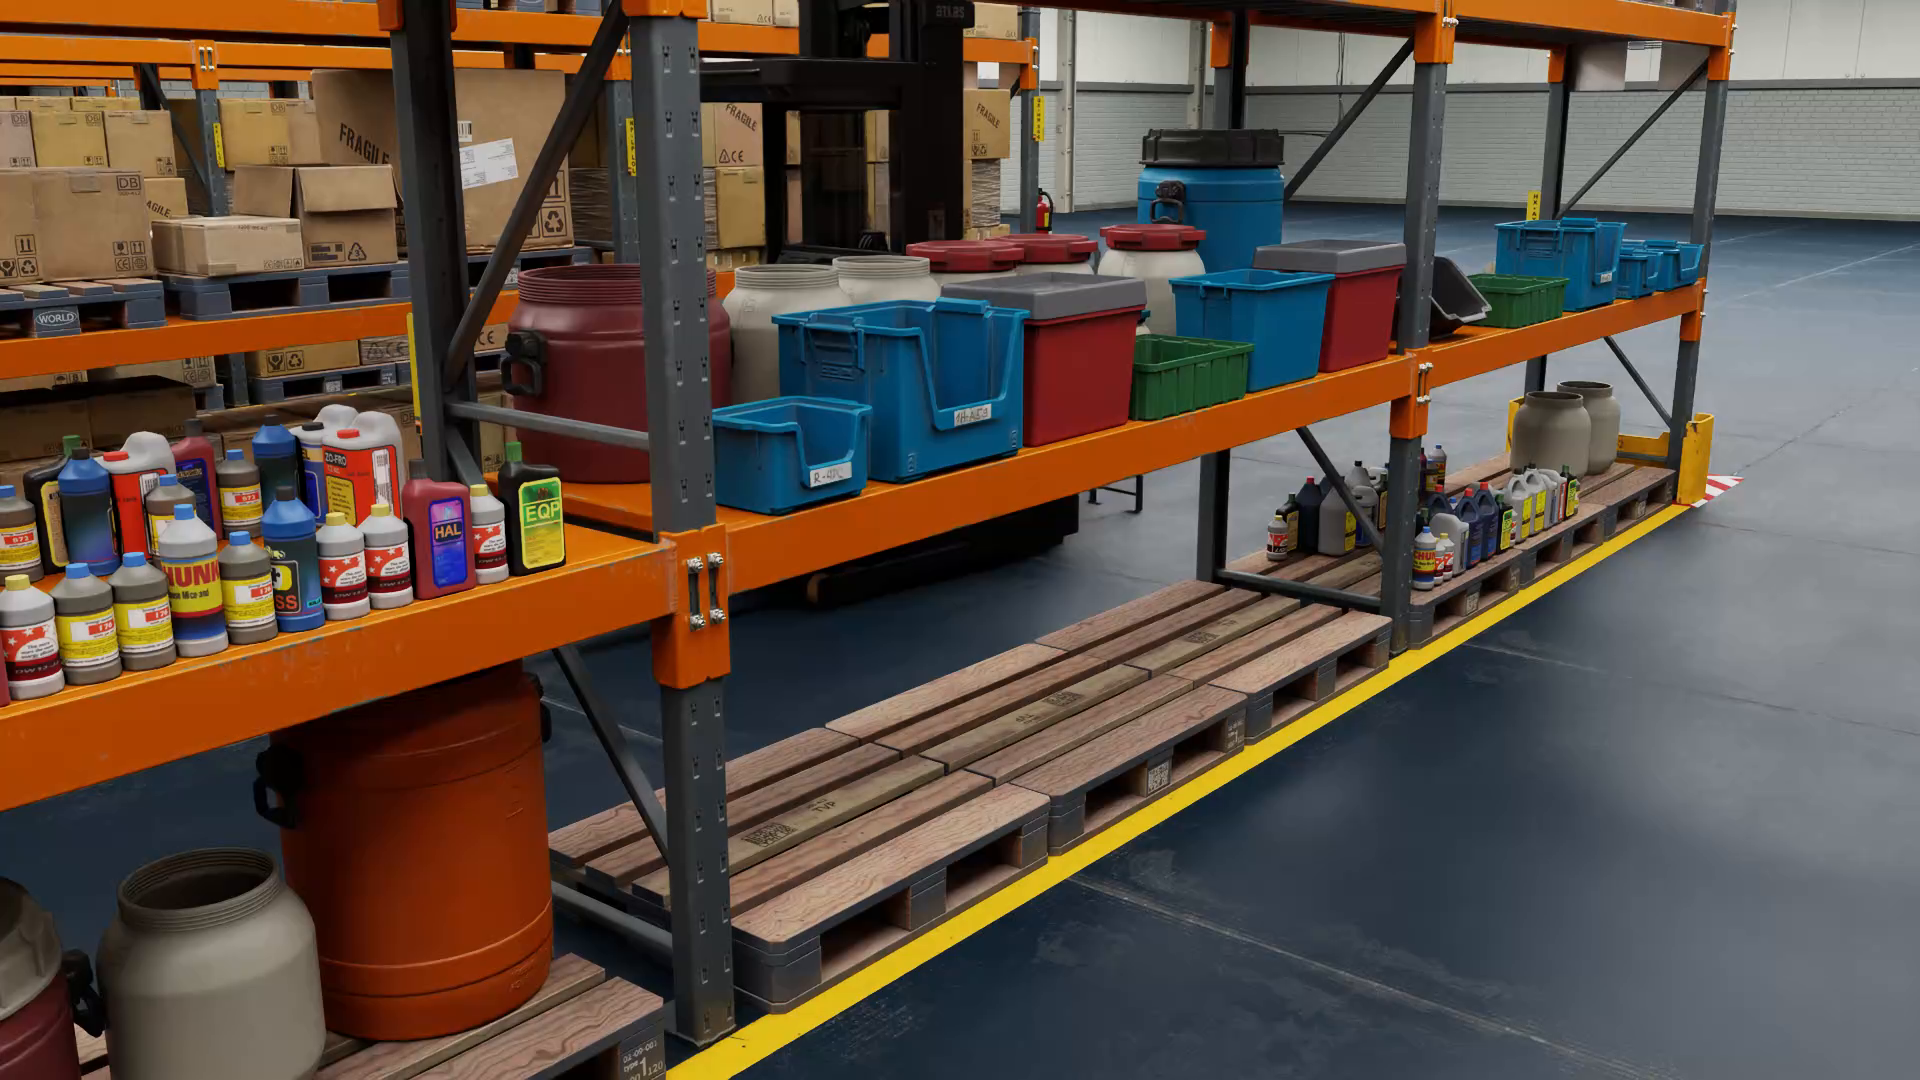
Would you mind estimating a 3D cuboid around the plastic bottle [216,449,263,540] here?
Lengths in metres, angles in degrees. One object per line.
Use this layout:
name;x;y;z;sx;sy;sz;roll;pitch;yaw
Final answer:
plastic bottle;-1.673;-0.108;3.860;0.097;0.201;0.097;0;14;0

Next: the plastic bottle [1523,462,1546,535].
plastic bottle;2.852;-0.213;8.355;0.144;0.351;0.185;12;19;40

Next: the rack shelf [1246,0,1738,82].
rack shelf;2.776;-2.528;8.351;1.077;0.370;4.000;11;18;38

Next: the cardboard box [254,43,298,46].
cardboard box;-7.639;-5.492;18.256;0.500;0.250;0.500;11;18;37

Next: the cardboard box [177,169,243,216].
cardboard box;-5.905;-2.738;13.506;0.875;0.550;0.550;11;18;38

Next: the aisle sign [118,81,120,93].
aisle sign;-11.120;-6.100;21.765;0.394;0.787;0.004;11;18;38

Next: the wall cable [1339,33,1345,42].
wall cable;11.311;-14.416;43.643;3.097;2.526;0.112;11;18;38

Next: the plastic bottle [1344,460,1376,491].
plastic bottle;2.024;-0.236;8.445;0.144;0.351;0.185;11;18;37

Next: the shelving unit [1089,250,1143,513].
shelving unit;0.657;-0.860;9.463;0.755;1.500;0.431;-13;19;-41

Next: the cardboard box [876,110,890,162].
cardboard box;-0.599;-2.914;11.664;0.500;0.500;0.500;11;18;38

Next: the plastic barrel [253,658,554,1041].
plastic barrel;-1.289;0.671;3.945;0.600;0.830;0.708;11;18;38

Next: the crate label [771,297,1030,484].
crate label;-0.160;-0.439;4.689;0.502;0.435;0.616;11;18;38

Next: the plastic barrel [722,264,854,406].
plastic barrel;-0.514;-0.558;5.001;0.421;0.512;0.421;0;14;0

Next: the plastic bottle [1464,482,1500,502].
plastic bottle;2.604;-0.159;8.295;0.152;0.276;0.135;11;18;38

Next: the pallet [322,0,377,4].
pallet;-3.453;-2.868;8.611;1.213;0.211;1.003;11;18;38

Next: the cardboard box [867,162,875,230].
cardboard box;-1.078;-2.367;11.539;0.875;0.500;0.500;11;18;38

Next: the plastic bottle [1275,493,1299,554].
plastic bottle;1.565;-0.080;7.968;0.061;0.283;0.133;12;19;40

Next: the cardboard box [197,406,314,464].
cardboard box;-3.752;-0.391;8.754;0.700;0.500;0.500;13;19;42

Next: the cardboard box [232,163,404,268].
cardboard box;-3.351;-1.714;8.714;0.797;0.503;0.637;14;20;43

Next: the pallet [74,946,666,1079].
pallet;-1.458;1.235;3.832;1.003;0.211;1.213;11;18;38

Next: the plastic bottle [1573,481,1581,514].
plastic bottle;3.220;-0.243;8.778;0.097;0.201;0.097;0;14;0

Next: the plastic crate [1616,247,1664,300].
plastic crate;3.539;-1.468;9.112;0.499;0.251;0.408;11;18;38

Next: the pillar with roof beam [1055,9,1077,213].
pillar with roof beam;5.904;-11.717;36.970;9.100;9.000;0.400;11;18;38

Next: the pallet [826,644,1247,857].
pallet;0.289;0.703;5.928;1.003;0.211;1.213;11;18;38

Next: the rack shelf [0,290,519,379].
rack shelf;-3.590;-1.075;8.722;1.077;0.370;4.000;11;18;38

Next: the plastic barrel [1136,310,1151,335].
plastic barrel;0.568;-0.743;6.237;0.301;0.262;0.301;0;14;0

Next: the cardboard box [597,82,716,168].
cardboard box;-1.853;-2.530;10.154;0.500;0.500;0.500;11;18;38

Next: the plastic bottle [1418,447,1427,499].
plastic bottle;2.495;-0.363;9.083;0.061;0.283;0.133;12;18;38

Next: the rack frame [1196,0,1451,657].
rack frame;1.519;-1.040;7.124;1.000;3.000;0.127;11;18;38

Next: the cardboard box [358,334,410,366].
cardboard box;-5.114;-2.050;14.562;0.875;0.875;0.875;11;18;38

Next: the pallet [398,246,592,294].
pallet;-2.927;-1.590;9.677;1.003;0.211;1.213;11;18;38

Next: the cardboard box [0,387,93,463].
cardboard box;-4.449;-0.538;7.811;0.500;0.250;0.500;12;19;40

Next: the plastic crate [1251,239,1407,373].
plastic crate;1.453;-0.931;6.565;0.402;0.464;0.583;11;18;38

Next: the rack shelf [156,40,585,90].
rack shelf;-4.870;-4.081;14.466;1.077;0.370;4.000;11;18;38

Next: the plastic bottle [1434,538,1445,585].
plastic bottle;2.124;0.091;7.464;0.097;0.201;0.097;0;14;0

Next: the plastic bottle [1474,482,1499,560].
plastic bottle;2.468;-0.096;7.894;0.144;0.351;0.185;10;18;35

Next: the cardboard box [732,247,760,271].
cardboard box;-1.511;-1.827;10.731;0.380;0.149;0.250;11;18;38

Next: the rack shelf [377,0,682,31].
rack shelf;-2.252;-0.996;2.320;1.077;0.370;4.000;11;18;38

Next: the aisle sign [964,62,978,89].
aisle sign;-0.013;-3.891;13.066;0.394;0.787;0.004;11;18;38

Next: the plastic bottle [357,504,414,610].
plastic bottle;-1.149;0.029;3.319;0.097;0.201;0.097;0;14;0

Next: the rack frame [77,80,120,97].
rack frame;-11.390;-4.873;22.214;1.000;3.000;0.127;11;18;38

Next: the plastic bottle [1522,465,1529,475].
plastic bottle;2.957;-0.255;8.659;0.061;0.283;0.133;11;18;38

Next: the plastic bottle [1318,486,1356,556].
plastic bottle;1.812;-0.115;7.969;0.144;0.351;0.185;11;18;38

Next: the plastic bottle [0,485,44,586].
plastic bottle;-1.987;-0.013;3.484;0.097;0.201;0.097;0;14;0

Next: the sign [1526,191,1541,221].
sign;3.608;-2.026;10.444;0.100;0.325;0.005;11;18;38

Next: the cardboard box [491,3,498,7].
cardboard box;-4.199;-4.632;14.627;0.380;0.149;0.250;11;18;37

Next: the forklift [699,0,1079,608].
forklift;-0.776;-1.242;8.059;3.031;2.935;1.130;-13;19;-41

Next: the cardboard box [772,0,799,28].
cardboard box;-1.202;-3.430;10.744;0.500;0.250;0.500;10;18;35

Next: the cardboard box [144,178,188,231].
cardboard box;-6.247;-2.500;12.670;0.500;0.500;0.500;11;18;37

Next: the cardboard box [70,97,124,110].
cardboard box;-8.921;-4.254;16.939;0.700;0.500;0.500;11;18;36

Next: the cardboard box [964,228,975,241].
cardboard box;-0.112;-2.260;12.439;0.380;0.149;0.250;11;18;38

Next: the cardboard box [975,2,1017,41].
cardboard box;0.076;-3.822;12.288;0.500;0.250;0.500;12;18;39

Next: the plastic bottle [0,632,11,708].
plastic bottle;-1.635;0.145;2.697;0.061;0.283;0.133;11;18;38

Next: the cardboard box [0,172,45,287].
cardboard box;-4.539;-1.402;7.493;0.500;0.500;0.500;9;17;31

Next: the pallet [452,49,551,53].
pallet;-4.072;-4.626;15.330;1.003;0.211;1.213;11;18;38
